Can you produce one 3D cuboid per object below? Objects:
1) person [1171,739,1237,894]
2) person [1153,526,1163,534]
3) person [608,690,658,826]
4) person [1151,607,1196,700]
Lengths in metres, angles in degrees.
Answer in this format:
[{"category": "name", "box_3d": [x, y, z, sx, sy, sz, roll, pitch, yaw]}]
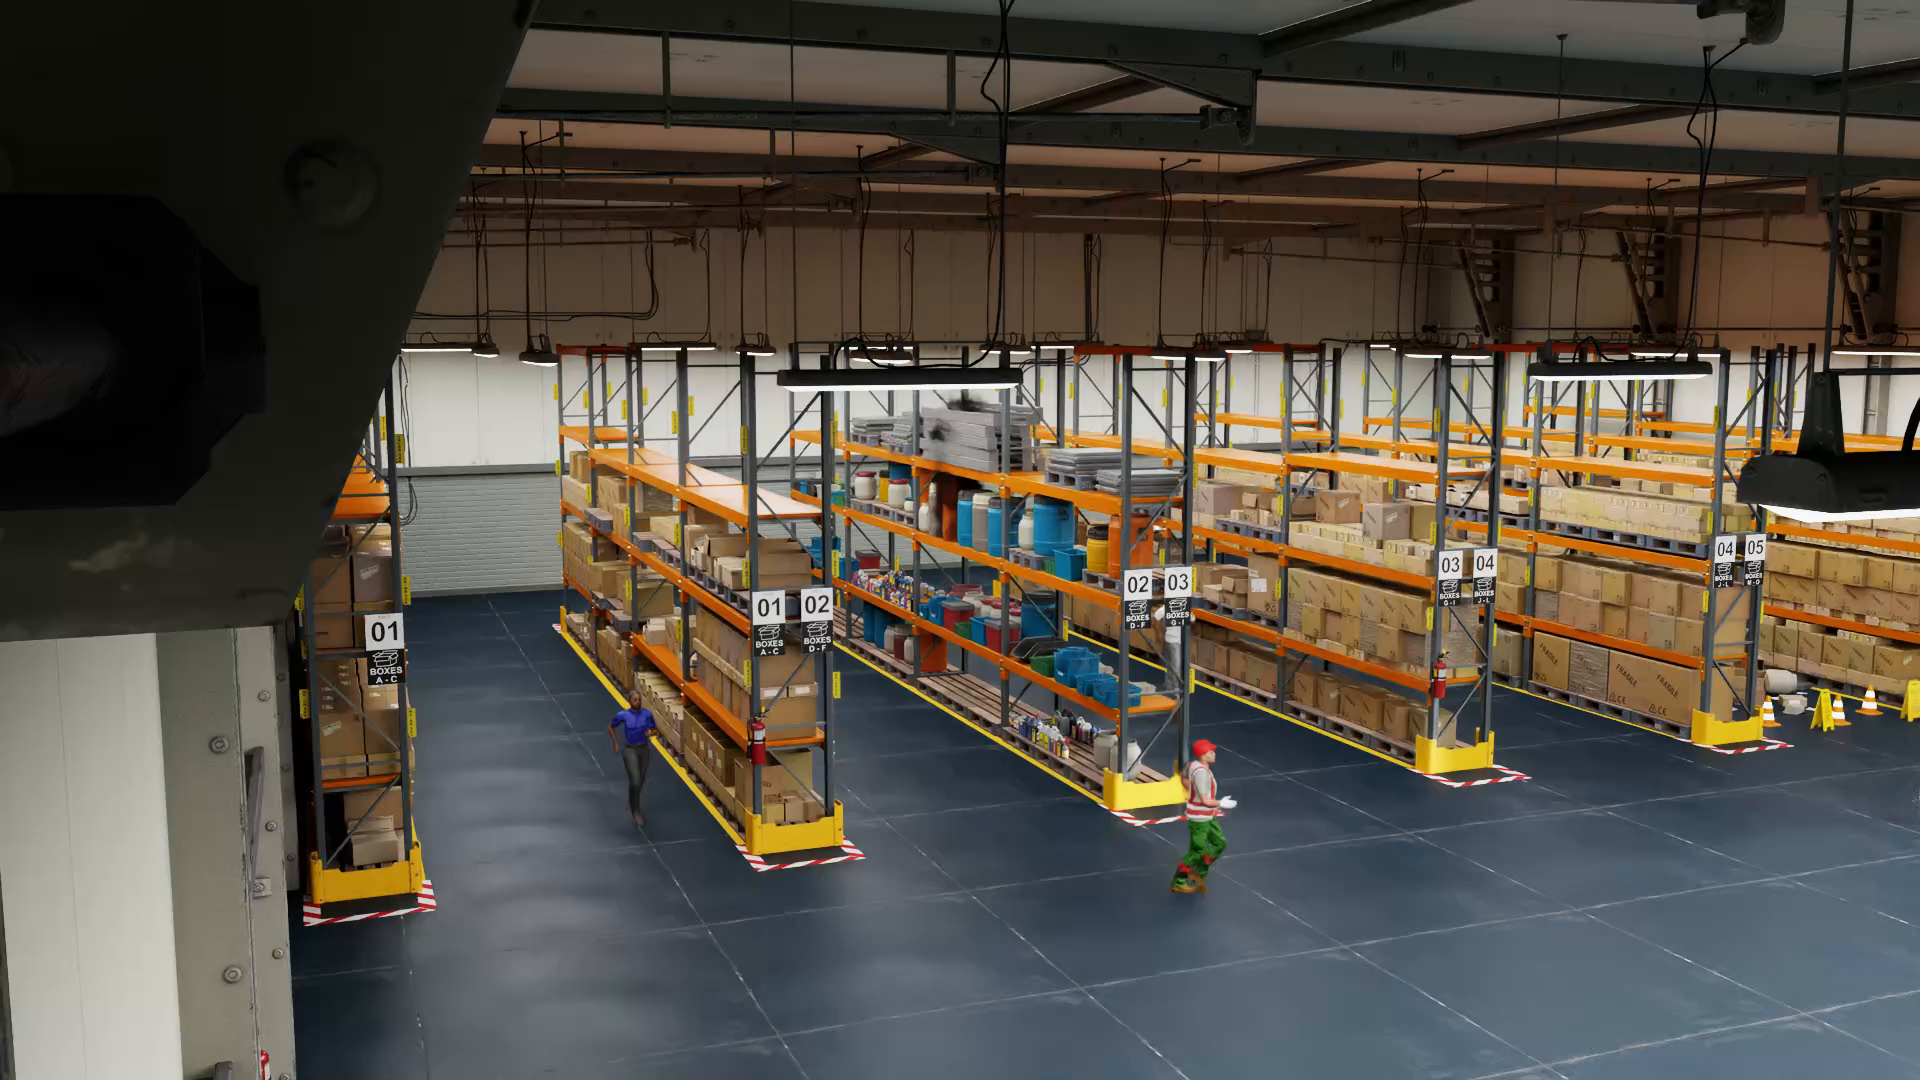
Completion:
[{"category": "person", "box_3d": [2.728, 3.112, 18.562, 0.710, 1.821, 0.690, 1, 7, 9]}, {"category": "person", "box_3d": [4.608, 0.521, 39.118, 0.681, 1.718, 0.619, -1, 7, -5]}, {"category": "person", "box_3d": [-4.199, 2.789, 21.497, 0.547, 1.718, 0.771, -5, 9, -34]}, {"category": "person", "box_3d": [3.558, 1.704, 27.230, 0.677, 1.846, 0.768, -5, 9, -32]}]
